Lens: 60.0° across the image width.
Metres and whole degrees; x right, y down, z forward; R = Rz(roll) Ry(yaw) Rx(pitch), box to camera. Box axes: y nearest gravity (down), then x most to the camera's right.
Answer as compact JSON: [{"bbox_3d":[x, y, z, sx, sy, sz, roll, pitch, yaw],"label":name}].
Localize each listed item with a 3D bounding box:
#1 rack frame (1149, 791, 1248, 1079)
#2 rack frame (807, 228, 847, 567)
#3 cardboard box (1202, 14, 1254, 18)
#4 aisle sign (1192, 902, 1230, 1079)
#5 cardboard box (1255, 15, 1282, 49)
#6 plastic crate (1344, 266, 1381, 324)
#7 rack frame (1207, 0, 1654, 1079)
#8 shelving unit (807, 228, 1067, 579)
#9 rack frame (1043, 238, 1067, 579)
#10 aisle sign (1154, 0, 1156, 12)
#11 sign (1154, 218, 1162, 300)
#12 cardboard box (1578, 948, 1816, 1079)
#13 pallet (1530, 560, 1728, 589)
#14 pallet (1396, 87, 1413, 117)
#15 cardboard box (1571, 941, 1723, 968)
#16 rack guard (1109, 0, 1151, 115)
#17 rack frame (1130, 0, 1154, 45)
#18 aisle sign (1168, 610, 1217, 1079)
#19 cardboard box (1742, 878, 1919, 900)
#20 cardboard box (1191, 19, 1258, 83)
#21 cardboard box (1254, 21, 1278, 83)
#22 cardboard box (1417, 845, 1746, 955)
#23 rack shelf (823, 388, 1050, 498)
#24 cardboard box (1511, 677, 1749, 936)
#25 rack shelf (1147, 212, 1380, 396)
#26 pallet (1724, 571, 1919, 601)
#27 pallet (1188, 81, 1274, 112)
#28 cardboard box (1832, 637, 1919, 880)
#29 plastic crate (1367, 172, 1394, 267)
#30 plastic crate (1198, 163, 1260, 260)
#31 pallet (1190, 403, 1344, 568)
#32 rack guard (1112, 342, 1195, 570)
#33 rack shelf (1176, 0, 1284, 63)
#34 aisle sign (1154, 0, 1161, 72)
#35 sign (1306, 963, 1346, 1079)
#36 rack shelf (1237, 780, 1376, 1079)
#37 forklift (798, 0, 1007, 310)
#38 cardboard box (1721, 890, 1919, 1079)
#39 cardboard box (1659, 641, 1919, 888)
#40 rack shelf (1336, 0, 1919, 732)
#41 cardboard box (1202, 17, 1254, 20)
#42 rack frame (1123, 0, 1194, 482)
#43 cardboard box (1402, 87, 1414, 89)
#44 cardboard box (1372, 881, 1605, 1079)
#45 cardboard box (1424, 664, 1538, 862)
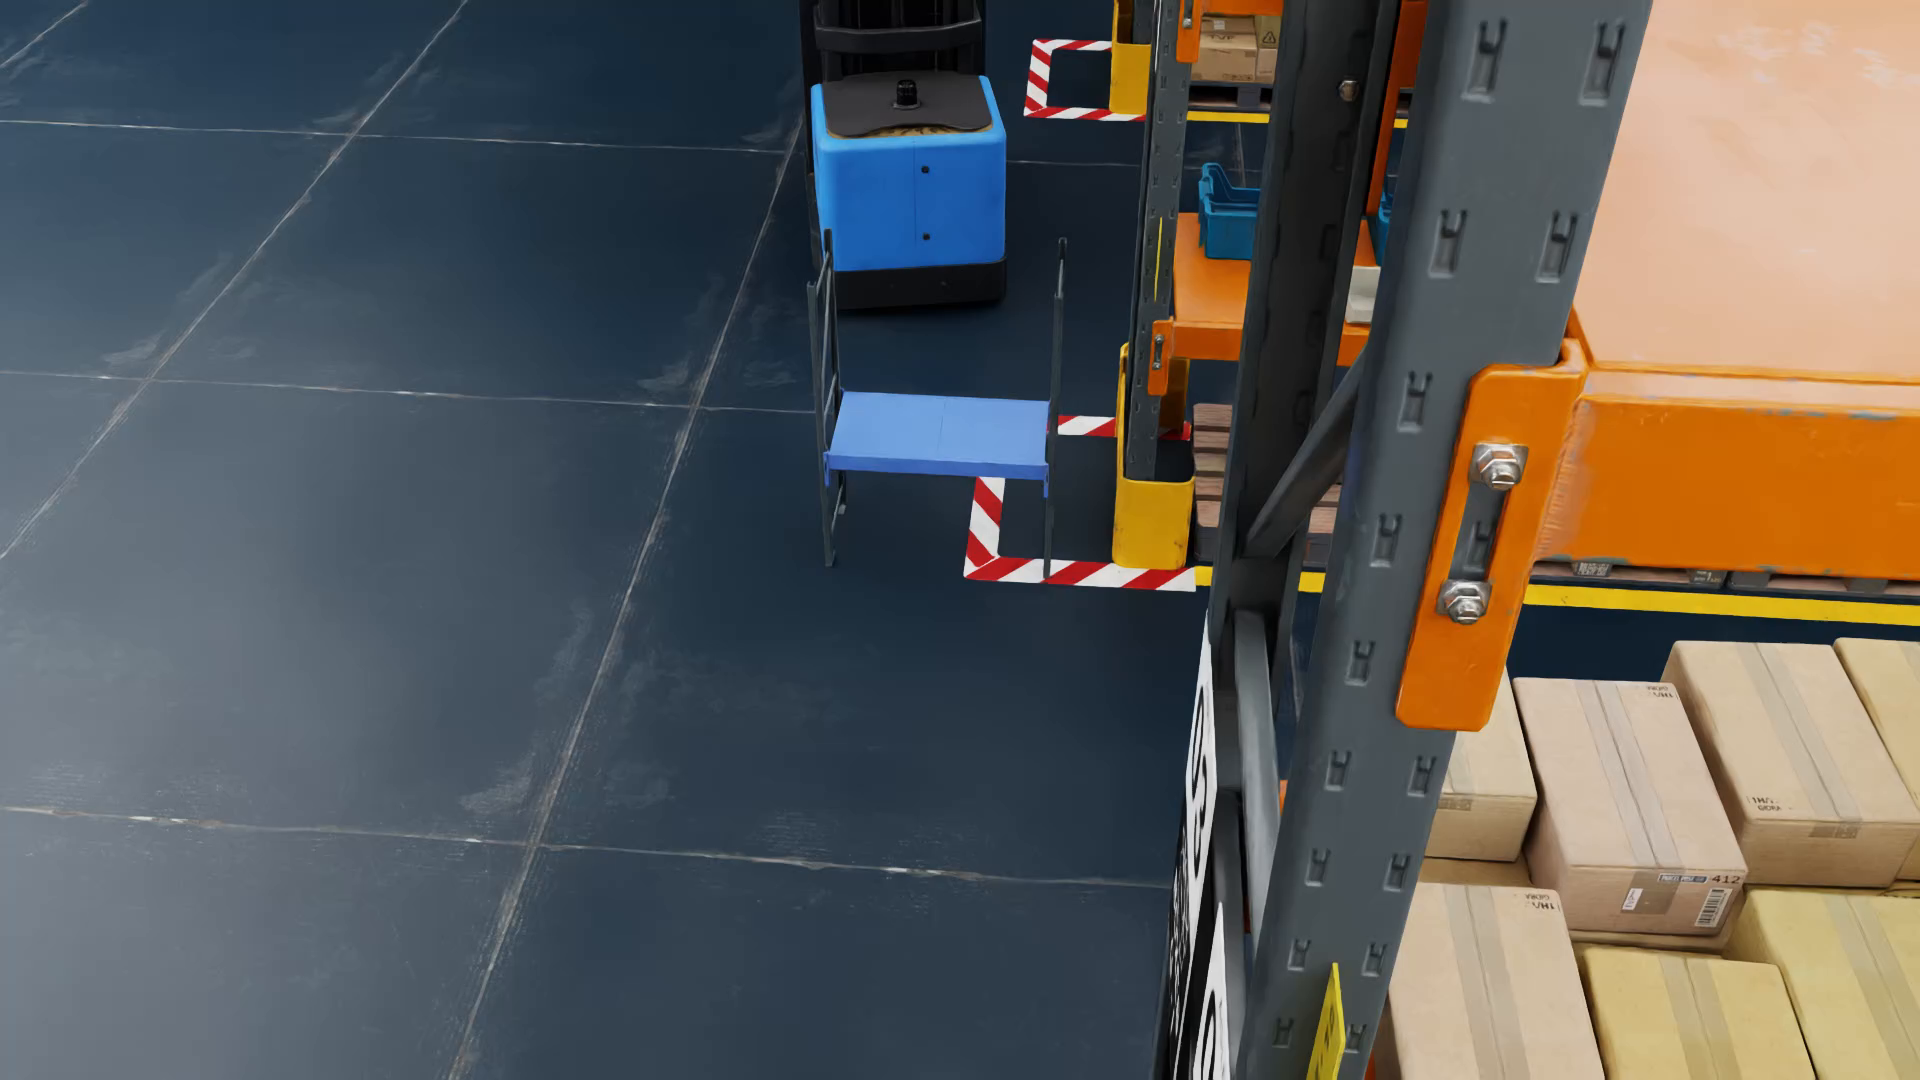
[{"bbox_3d":[0.424,1.744,3.402,0.127,3.000,1.000,3,39,4],"label":"rack frame"},{"bbox_3d":[-0.592,-0.614,7.487,0.032,1.500,0.500,3,39,4],"label":"rack frame"},{"bbox_3d":[1.843,-4.031,11.749,0.500,0.500,0.500,3,39,4],"label":"cardboard box"},{"bbox_3d":[0.337,0.921,2.353,0.004,0.787,0.394,3,39,4],"label":"aisle sign"},{"bbox_3d":[2.296,-3.678,11.315,0.500,0.500,0.500,3,39,4],"label":"cardboard box"},{"bbox_3d":[1.715,-1.018,7.004,0.250,0.136,0.298,3,39,4],"label":"plastic crate"},{"bbox_3d":[0.424,-0.583,1.508,0.127,3.000,1.000,3,39,4],"label":"rack frame"},{"bbox_3d":[-0.085,-0.586,7.453,1.048,1.500,0.538,3,39,4],"label":"shelving unit"},{"bbox_3d":[0.421,-0.559,7.419,0.032,1.500,0.500,3,39,4],"label":"rack frame"},{"bbox_3d":[0.805,-2.570,6.642,0.004,0.787,0.394,3,39,4],"label":"aisle sign"},{"bbox_3d":[0.800,-1.133,6.717,0.005,0.325,0.100,3,39,4],"label":"sign"},{"bbox_3d":[0.929,0.720,2.087,0.250,0.149,0.380,4,39,5],"label":"cardboard box"},{"bbox_3d":[2.952,-0.199,7.998,1.213,0.211,1.003,3,39,4],"label":"pallet"},{"bbox_3d":[3.260,-3.321,11.834,1.213,0.211,1.003,3,39,4],"label":"pallet"},{"bbox_3d":[0.882,0.828,2.270,0.500,0.250,0.500,4,39,5],"label":"cardboard box"},{"bbox_3d":[1.259,-3.518,11.847,0.348,0.500,1.175,3,39,4],"label":"rack guard"},{"bbox_3d":[1.283,-4.486,11.056,0.127,3.000,1.000,3,39,4],"label":"rack frame"},{"bbox_3d":[0.388,0.544,2.817,0.004,0.787,0.394,3,39,4],"label":"aisle sign"},{"bbox_3d":[1.424,0.531,2.635,0.500,0.250,0.500,3,39,4],"label":"cardboard box"},{"bbox_3d":[1.798,-3.413,11.584,0.500,0.250,0.500,3,39,4],"label":"cardboard box"},{"bbox_3d":[2.296,-3.389,11.553,0.500,0.250,0.500,3,39,4],"label":"cardboard box"},{"bbox_3d":[0.926,0.505,2.666,0.500,0.250,0.500,4,39,5],"label":"cardboard box"},{"bbox_3d":[-0.085,-0.447,7.566,1.000,0.185,0.538,3,39,4],"label":"rack shelf"},{"bbox_3d":[0.977,0.391,2.491,0.250,0.149,0.380,2,39,2],"label":"cardboard box"},{"bbox_3d":[2.844,-0.983,7.322,4.000,0.370,1.077,3,39,4],"label":"rack shelf"},{"bbox_3d":[4.171,-0.135,7.919,1.213,0.211,1.003,3,39,4],"label":"pallet"},{"bbox_3d":[2.048,-3.389,11.917,1.213,0.211,1.003,3,39,4],"label":"pallet"},{"bbox_3d":[1.511,0.336,2.559,0.250,0.149,0.380,3,39,4],"label":"cardboard box"},{"bbox_3d":[2.023,-1.435,7.426,0.408,0.251,0.499,3,39,4],"label":"plastic crate"},{"bbox_3d":[1.376,-1.474,7.473,0.616,0.251,0.499,3,39,4],"label":"plastic crate"},{"bbox_3d":[1.740,-0.267,8.082,1.213,0.211,1.003,3,39,4],"label":"pallet"},{"bbox_3d":[0.931,-0.427,8.049,0.348,0.500,1.175,3,39,4],"label":"rack guard"},{"bbox_3d":[2.844,-2.146,6.375,4.000,0.370,1.077,3,39,4],"label":"rack shelf"},{"bbox_3d":[0.755,-2.199,6.187,0.004,0.787,0.394,3,39,4],"label":"aisle sign"},{"bbox_3d":[0.378,0.583,1.760,0.005,0.325,0.100,3,39,4],"label":"sign"},{"bbox_3d":[2.417,0.969,2.548,4.000,0.370,1.077,3,39,4],"label":"rack shelf"},{"bbox_3d":[-0.423,-3.365,9.733,1.130,2.935,3.031,-4,39,-5],"label":"forklift"},{"bbox_3d":[1.191,0.656,2.166,0.250,0.149,0.380,2,39,3],"label":"cardboard box"},{"bbox_3d":[1.259,0.337,2.557,0.250,0.149,0.380,2,39,2],"label":"cardboard box"},{"bbox_3d":[2.417,-0.194,1.602,4.000,0.370,1.077,3,39,4],"label":"rack shelf"},{"bbox_3d":[1.842,-3.739,11.984,0.500,0.250,0.500,3,39,4],"label":"cardboard box"},{"bbox_3d":[0.852,-1.371,7.229,0.127,3.000,1.000,3,39,4],"label":"rack frame"},{"bbox_3d":[3.292,-3.331,11.482,0.500,0.250,0.500,3,39,4],"label":"cardboard box"},{"bbox_3d":[0.679,0.645,2.179,0.250,0.149,0.380,3,39,4],"label":"cardboard box"},{"bbox_3d":[0.728,0.303,2.599,0.250,0.149,0.380,3,39,4],"label":"cardboard box"}]
